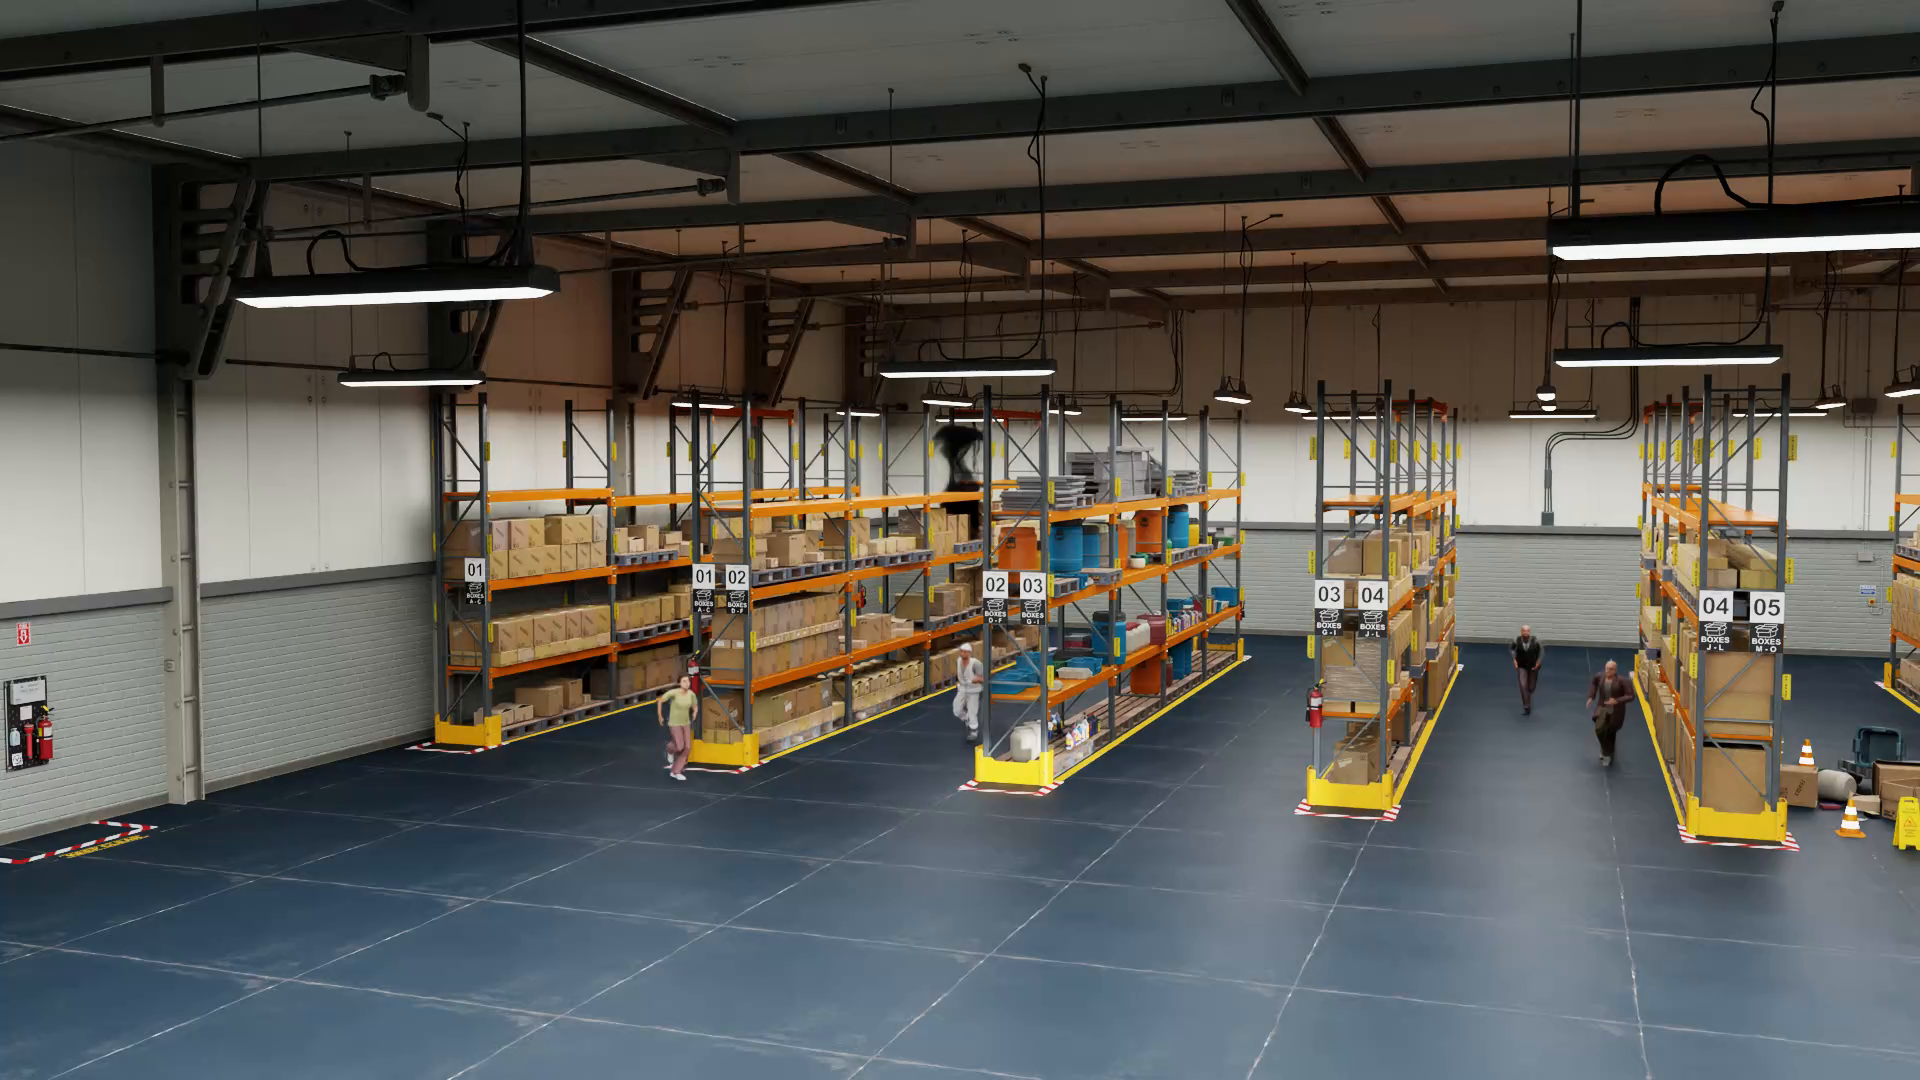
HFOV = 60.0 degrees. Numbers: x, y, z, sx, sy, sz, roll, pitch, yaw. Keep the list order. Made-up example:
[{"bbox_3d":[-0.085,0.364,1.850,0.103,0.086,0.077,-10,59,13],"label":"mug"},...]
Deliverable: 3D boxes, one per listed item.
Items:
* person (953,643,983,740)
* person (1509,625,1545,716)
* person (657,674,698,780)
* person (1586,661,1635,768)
[{"bbox_3d":[0.132,2.607,28.478,0.620,1.700,0.720,2,3,26],"label":"person"},{"bbox_3d":[10.882,2.477,31.949,0.660,1.716,0.989,1,3,16],"label":"person"},{"bbox_3d":[-4.304,2.854,25.488,0.618,1.620,0.643,-2,4,-36],"label":"person"},{"bbox_3d":[10.426,2.752,26.618,0.754,1.711,0.846,2,4,31],"label":"person"}]
